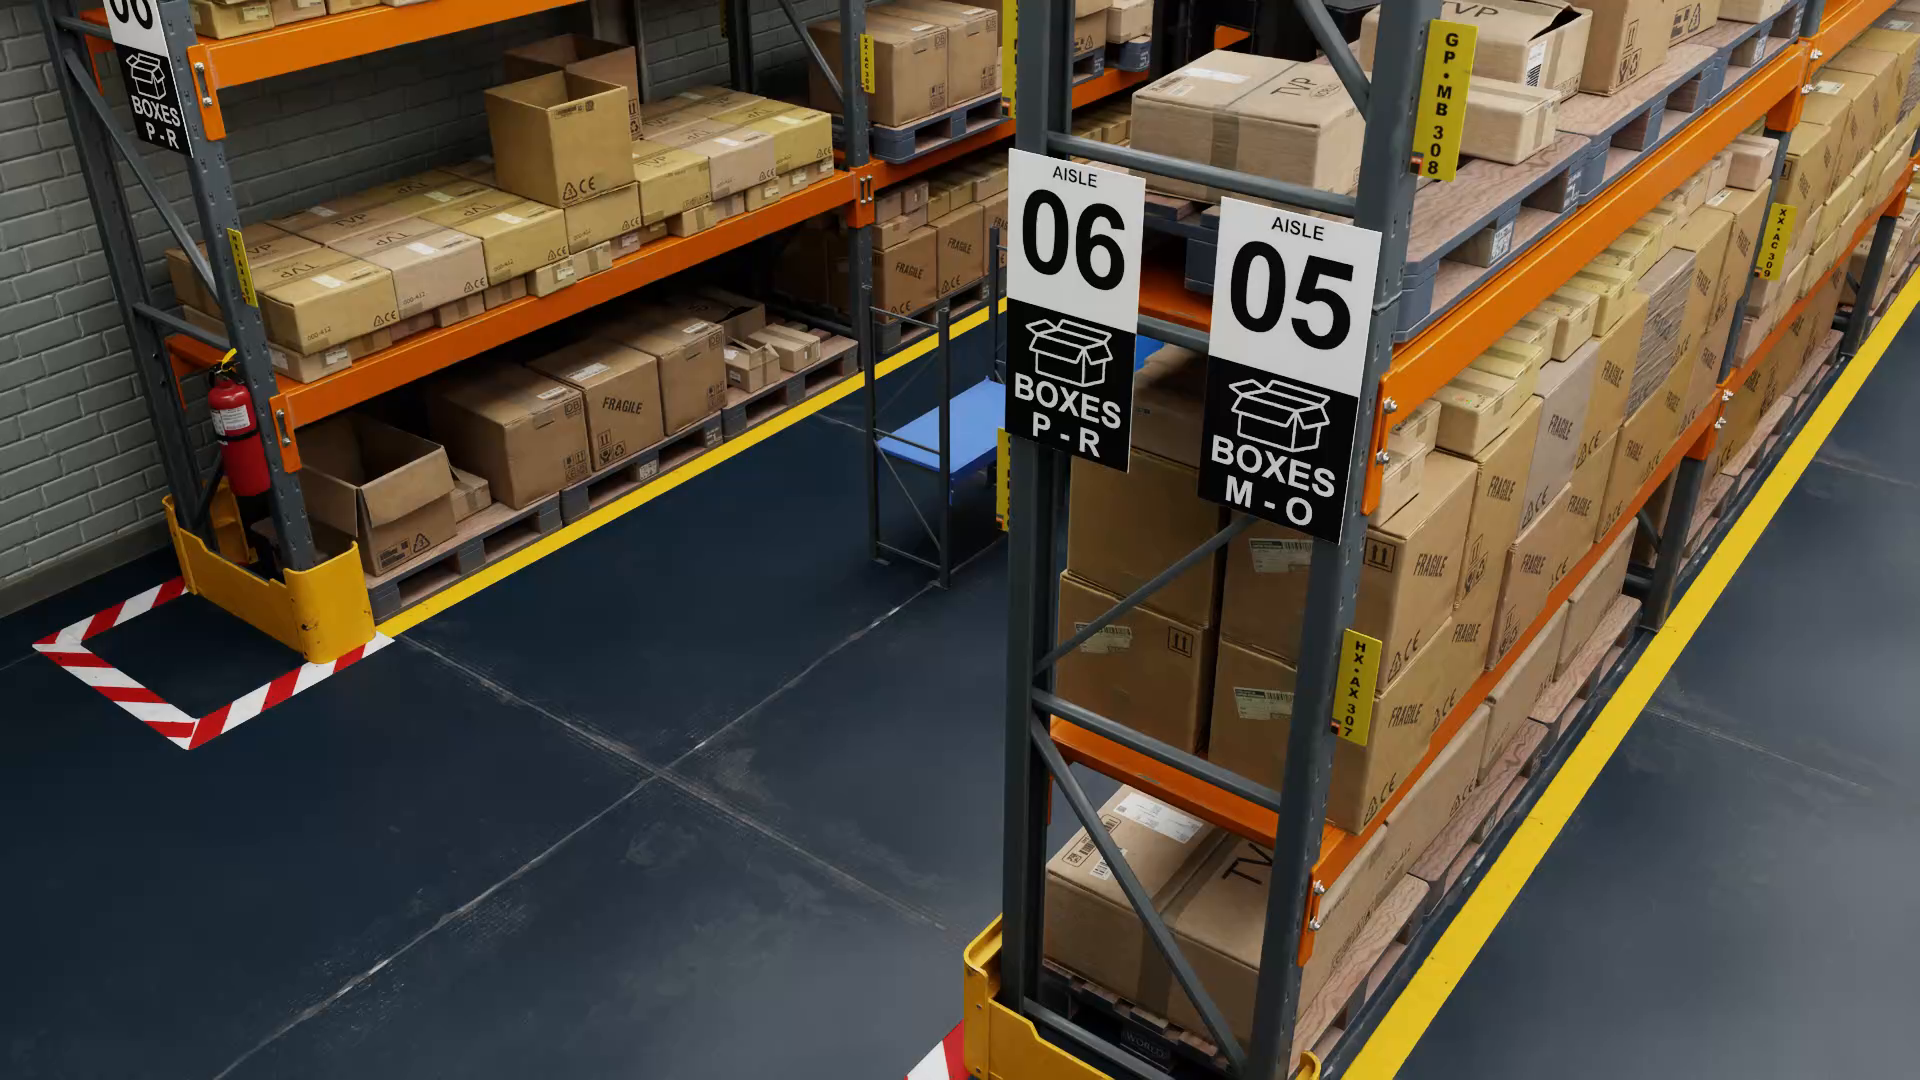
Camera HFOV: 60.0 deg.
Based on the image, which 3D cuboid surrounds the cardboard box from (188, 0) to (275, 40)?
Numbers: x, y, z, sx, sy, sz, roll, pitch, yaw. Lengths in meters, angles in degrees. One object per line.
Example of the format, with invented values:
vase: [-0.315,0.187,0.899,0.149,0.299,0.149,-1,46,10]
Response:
cardboard box: [-3.011,-2.155,6.748,0.380,0.149,0.250,22,37,32]

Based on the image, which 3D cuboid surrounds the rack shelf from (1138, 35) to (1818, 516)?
rack shelf: [1.778,-1.182,5.566,1.077,0.370,4.000,21,37,31]

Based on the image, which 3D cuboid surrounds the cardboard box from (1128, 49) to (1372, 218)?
cardboard box: [0.770,-1.049,4.272,0.500,0.250,0.500,18,35,27]

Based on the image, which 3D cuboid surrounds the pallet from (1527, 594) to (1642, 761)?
pallet: [2.464,0.470,7.749,1.003,0.211,1.213,21,37,31]

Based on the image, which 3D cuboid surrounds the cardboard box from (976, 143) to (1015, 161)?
cardboard box: [0.332,-2.657,11.695,0.380,0.149,0.250,21,37,31]

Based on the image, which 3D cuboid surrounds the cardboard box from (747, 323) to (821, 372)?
cardboard box: [-1.077,-1.178,10.180,0.380,0.149,0.250,20,36,30]

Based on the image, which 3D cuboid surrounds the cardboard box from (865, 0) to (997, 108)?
cardboard box: [-0.192,-3.102,10.533,0.700,0.500,0.500,22,37,32]

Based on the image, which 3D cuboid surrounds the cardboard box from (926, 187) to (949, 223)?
cardboard box: [-0.295,-2.233,10.979,0.380,0.149,0.250,19,36,29]

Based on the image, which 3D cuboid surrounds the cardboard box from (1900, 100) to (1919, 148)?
cardboard box: [5.310,-2.516,9.709,0.500,0.250,0.500,21,37,31]

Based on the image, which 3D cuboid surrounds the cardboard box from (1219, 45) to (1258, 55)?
cardboard box: [2.216,-3.843,14.209,0.875,0.625,0.625,22,37,33]

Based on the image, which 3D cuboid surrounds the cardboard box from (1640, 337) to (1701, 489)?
cardboard box: [2.603,-0.579,6.687,0.500,0.500,0.500,20,36,30]

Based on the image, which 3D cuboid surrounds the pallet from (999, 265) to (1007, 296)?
pallet: [0.222,-2.181,12.223,1.003,0.211,1.213,21,37,31]

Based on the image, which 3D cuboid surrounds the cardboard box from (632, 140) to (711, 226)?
cardboard box: [-1.690,-1.915,8.894,0.500,0.250,0.500,21,36,31]

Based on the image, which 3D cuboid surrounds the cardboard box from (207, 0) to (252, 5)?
cardboard box: [-2.903,-2.365,6.711,0.500,0.250,0.500,21,36,31]

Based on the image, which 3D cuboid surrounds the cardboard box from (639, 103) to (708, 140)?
cardboard box: [-1.786,-2.280,9.510,0.500,0.250,0.500,21,36,31]

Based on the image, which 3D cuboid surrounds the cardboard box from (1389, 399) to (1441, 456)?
cardboard box: [1.107,-0.328,4.647,0.380,0.149,0.250,22,37,32]

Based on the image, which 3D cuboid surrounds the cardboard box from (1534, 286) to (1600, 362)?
cardboard box: [1.800,-0.722,5.312,0.380,0.149,0.250,21,37,32]

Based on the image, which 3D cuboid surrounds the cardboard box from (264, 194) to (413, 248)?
cardboard box: [-3.011,-1.456,8.120,0.500,0.250,0.500,21,37,31]

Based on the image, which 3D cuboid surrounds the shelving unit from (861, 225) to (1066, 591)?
shelving unit: [0.052,-0.680,8.426,0.538,1.500,1.048,21,37,31]

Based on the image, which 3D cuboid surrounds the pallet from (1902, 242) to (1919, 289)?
pallet: [6.609,-2.251,12.342,1.003,0.211,1.213,21,37,31]

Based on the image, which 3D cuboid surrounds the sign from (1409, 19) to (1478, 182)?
sign: [1.009,-0.916,3.476,0.100,0.325,0.005,21,37,31]

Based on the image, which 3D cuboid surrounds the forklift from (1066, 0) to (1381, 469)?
forklift: [1.820,-2.063,9.356,3.031,2.935,1.130,-23,38,-33]

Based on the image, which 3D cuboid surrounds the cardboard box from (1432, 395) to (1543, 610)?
cardboard box: [1.394,-0.181,5.035,0.500,0.500,0.500,20,36,30]

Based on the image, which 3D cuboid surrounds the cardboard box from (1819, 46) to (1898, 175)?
cardboard box: [4.377,-2.208,8.455,0.500,0.500,0.500,20,36,31]

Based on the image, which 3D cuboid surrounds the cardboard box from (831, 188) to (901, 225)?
cardboard box: [-0.594,-2.135,10.523,0.380,0.149,0.250,20,36,30]

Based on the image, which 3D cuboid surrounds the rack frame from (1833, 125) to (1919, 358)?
rack frame: [5.400,-2.640,10.263,1.000,3.000,0.127,21,37,31]

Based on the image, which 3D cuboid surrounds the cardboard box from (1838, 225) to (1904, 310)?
cardboard box: [5.749,-1.917,11.208,0.950,0.372,0.625,18,35,28]

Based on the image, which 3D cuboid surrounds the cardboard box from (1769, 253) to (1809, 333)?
cardboard box: [3.772,-1.258,8.078,0.500,0.250,0.500,20,36,30]

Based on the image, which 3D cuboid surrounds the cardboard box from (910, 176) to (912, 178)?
cardboard box: [-0.554,-2.485,11.405,0.380,0.149,0.250,19,36,29]

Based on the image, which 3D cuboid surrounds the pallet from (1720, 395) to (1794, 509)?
pallet: [4.127,-0.650,9.639,1.003,0.211,1.213,21,37,31]

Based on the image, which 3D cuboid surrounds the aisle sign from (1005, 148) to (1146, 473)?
aisle sign: [0.280,-0.573,4.225,0.394,0.787,0.004,21,37,31]

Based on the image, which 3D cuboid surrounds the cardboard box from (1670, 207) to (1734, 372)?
cardboard box: [2.608,-1.007,6.428,0.500,0.500,0.500,21,36,31]

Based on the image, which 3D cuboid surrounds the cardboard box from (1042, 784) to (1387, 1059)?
cardboard box: [0.889,1.234,5.827,0.875,0.438,0.875,20,36,30]

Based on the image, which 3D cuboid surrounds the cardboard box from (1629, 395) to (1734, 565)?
cardboard box: [3.295,-0.558,8.421,0.875,0.875,0.875,22,37,33]

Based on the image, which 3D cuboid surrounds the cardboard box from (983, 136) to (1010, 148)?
cardboard box: [0.139,-2.892,12.092,0.380,0.149,0.250,21,37,32]

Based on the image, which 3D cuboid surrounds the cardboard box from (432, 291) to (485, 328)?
cardboard box: [-2.523,-1.175,8.036,0.380,0.149,0.250,22,37,33]

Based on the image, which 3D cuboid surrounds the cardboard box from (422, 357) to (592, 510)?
cardboard box: [-2.397,-0.575,8.818,0.700,0.500,0.500,23,38,33]

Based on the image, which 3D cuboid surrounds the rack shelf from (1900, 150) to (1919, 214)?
rack shelf: [6.607,-3.144,11.818,1.077,0.370,4.000,21,37,31]

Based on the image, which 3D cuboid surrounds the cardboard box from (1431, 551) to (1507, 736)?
cardboard box: [1.372,0.248,5.292,0.500,0.500,0.500,21,36,31]

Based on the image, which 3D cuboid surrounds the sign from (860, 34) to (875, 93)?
sign: [-0.537,-2.749,9.597,0.100,0.325,0.005,21,37,31]

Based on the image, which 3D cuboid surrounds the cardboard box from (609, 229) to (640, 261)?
cardboard box: [-1.911,-1.603,8.759,0.380,0.149,0.250,21,37,31]

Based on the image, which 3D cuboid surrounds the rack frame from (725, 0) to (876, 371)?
rack frame: [-0.975,-2.540,10.094,1.000,3.000,0.127,21,37,31]

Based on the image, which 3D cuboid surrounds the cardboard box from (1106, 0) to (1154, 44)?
cardboard box: [1.061,-3.754,11.877,0.500,0.250,0.500,19,36,29]

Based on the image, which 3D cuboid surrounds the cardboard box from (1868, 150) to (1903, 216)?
cardboard box: [5.005,-2.078,9.461,0.500,0.250,0.500,22,37,32]

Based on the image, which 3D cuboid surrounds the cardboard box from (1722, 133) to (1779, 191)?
cardboard box: [3.053,-1.543,6.697,0.380,0.149,0.250,20,36,30]

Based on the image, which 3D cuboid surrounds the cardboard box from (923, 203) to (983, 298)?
cardboard box: [-0.190,-1.992,11.210,0.500,0.500,0.500,21,36,31]

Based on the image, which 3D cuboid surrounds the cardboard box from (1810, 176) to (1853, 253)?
cardboard box: [4.094,-1.674,8.290,0.500,0.250,0.500,22,37,32]

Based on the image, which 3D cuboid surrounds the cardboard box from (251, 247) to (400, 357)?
cardboard box: [-2.901,-1.079,7.485,0.500,0.250,0.500,21,37,32]

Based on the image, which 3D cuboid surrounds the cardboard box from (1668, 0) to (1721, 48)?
cardboard box: [2.197,-2.015,5.654,0.797,0.503,0.637,24,38,35]

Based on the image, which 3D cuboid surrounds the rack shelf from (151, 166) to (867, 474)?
rack shelf: [-2.182,-1.418,8.906,1.077,0.370,4.000,21,37,31]

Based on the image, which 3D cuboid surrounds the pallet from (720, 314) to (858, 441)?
pallet: [-1.390,-1.062,10.335,1.003,0.211,1.213,21,37,31]

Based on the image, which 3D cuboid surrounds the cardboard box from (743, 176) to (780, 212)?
cardboard box: [-1.243,-1.999,9.428,0.380,0.149,0.250,22,37,32]

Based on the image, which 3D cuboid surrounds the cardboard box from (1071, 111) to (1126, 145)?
cardboard box: [1.010,-3.058,12.371,0.380,0.149,0.250,20,36,30]

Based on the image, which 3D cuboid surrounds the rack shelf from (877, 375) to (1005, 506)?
rack shelf: [0.052,-0.525,8.518,0.538,0.185,1.000,21,37,31]

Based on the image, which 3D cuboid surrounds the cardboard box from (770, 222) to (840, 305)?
cardboard box: [-0.914,-1.936,11.115,0.500,0.500,0.500,21,37,31]

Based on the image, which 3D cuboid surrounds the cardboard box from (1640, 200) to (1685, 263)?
cardboard box: [2.388,-1.150,6.033,0.380,0.149,0.250,21,36,31]
